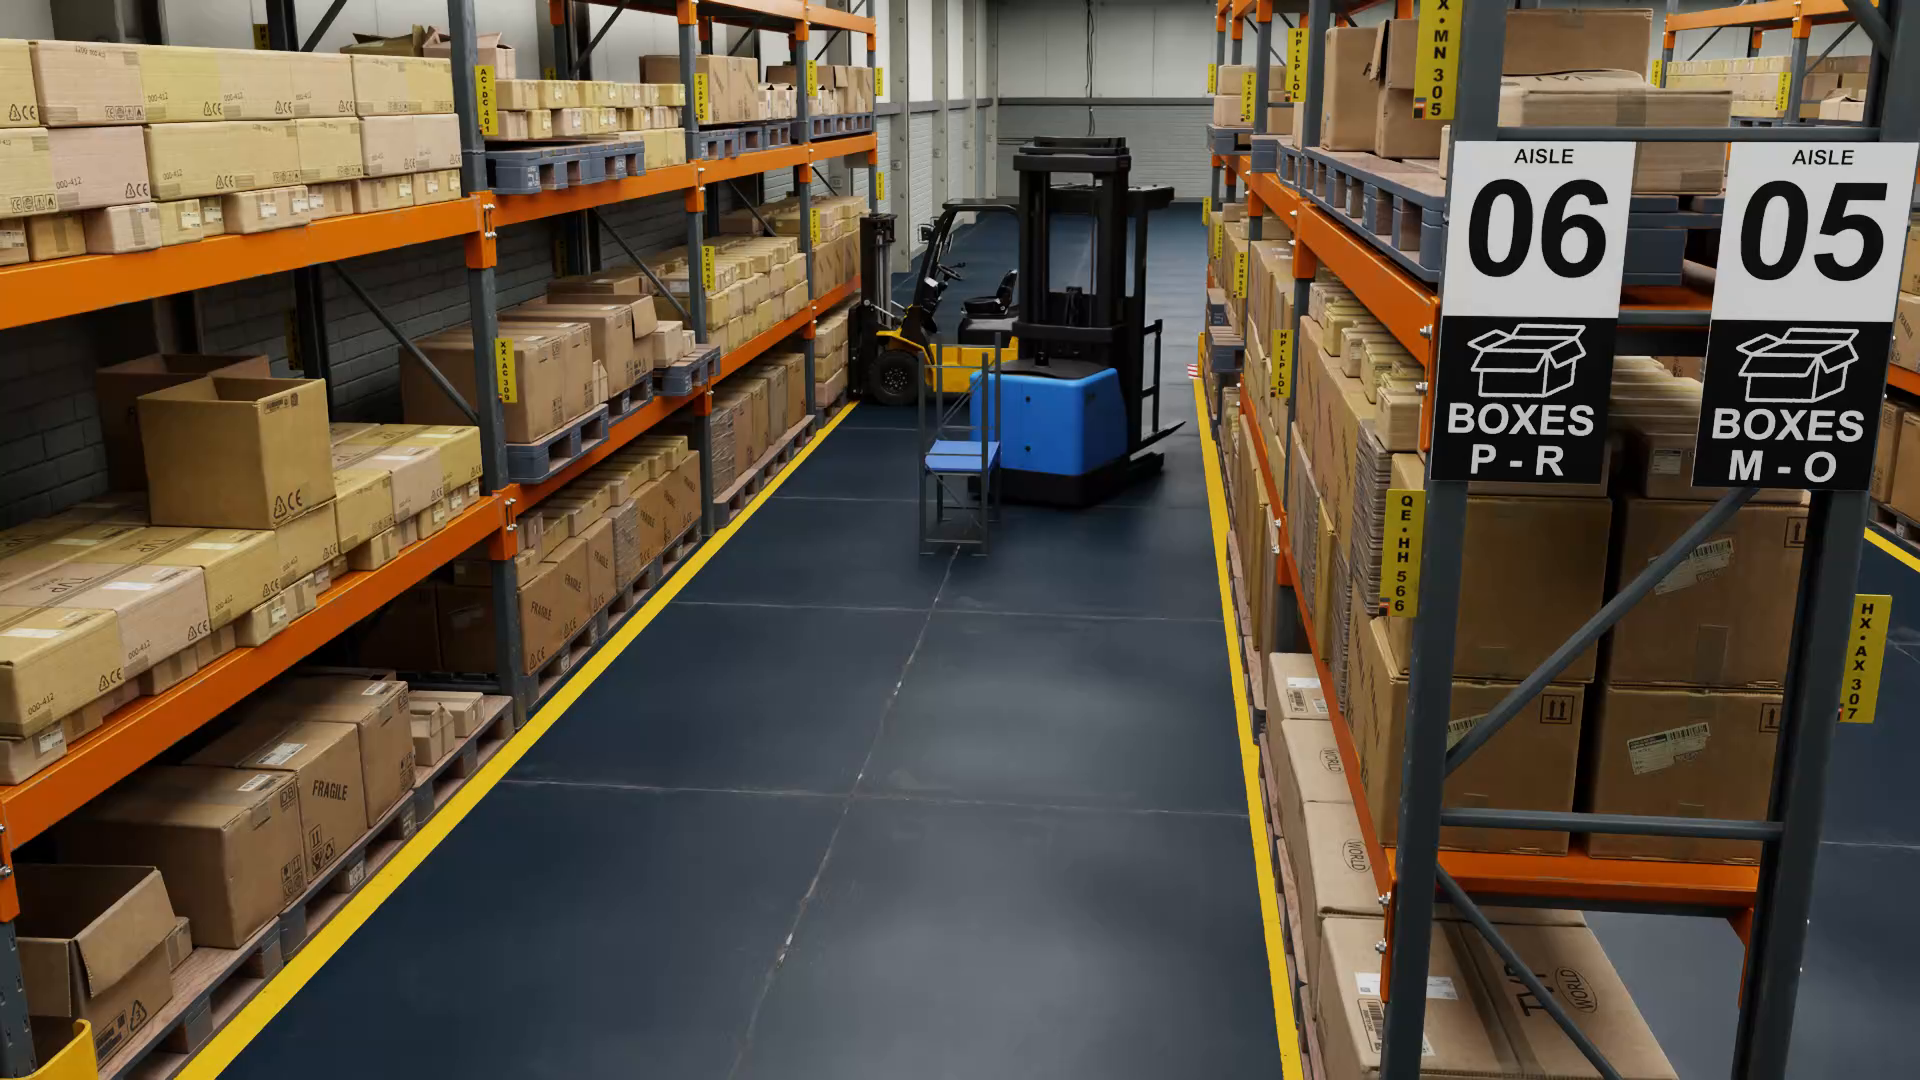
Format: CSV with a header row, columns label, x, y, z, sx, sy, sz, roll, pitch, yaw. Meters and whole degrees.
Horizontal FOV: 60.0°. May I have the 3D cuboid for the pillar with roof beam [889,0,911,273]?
label,x,y,z,sx,sy,sz,roll,pitch,yaw
pillar with roof beam,3.165,-9.295,29.797,9.100,9.000,0.400,2,15,6

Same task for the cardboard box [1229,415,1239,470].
label,x,y,z,sx,sy,sz,roll,pitch,yaw
cardboard box,2.778,-0.816,14.162,0.950,0.372,0.625,2,15,8

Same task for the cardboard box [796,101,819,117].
label,x,y,z,sx,sy,sz,roll,pitch,yaw
cardboard box,-1.591,-4.215,16.242,0.380,0.149,0.250,2,15,7

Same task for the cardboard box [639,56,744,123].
label,x,y,z,sx,sy,sz,roll,pitch,yaw
cardboard box,-2.114,-3.554,13.126,0.700,0.500,0.500,1,15,5

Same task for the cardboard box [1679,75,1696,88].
label,x,y,z,sx,sy,sz,roll,pitch,yaw
cardboard box,8.004,-4.823,17.728,0.500,0.250,0.500,2,15,6

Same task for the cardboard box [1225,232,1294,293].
label,x,y,z,sx,sy,sz,roll,pitch,yaw
cardboard box,2.478,-2.275,13.762,0.500,0.500,0.500,1,15,4

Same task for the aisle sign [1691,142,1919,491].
label,x,y,z,sx,sy,sz,roll,pitch,yaw
aisle sign,1.915,-0.500,3.784,0.394,0.787,0.004,2,15,6

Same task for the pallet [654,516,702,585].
label,x,y,z,sx,sy,sz,roll,pitch,yaw
pallet,-2.517,0.046,12.087,1.003,0.211,1.213,2,15,6

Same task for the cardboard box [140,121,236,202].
label,x,y,z,sx,sy,sz,roll,pitch,yaw
cardboard box,-2.869,-1.309,5.726,0.500,0.250,0.500,1,15,5

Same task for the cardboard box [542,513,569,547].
label,x,y,z,sx,sy,sz,roll,pitch,yaw
cardboard box,-2.552,-0.062,9.886,0.380,0.149,0.250,1,15,5

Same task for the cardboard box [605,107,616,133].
label,x,y,z,sx,sy,sz,roll,pitch,yaw
cardboard box,-2.269,-2.498,9.892,0.380,0.149,0.250,2,15,8

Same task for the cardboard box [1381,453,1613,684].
label,x,y,z,sx,sy,sz,roll,pitch,yaw
cardboard box,1.453,0.065,4.569,0.500,0.500,0.500,2,15,8

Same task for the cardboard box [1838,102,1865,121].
label,x,y,z,sx,sy,sz,roll,pitch,yaw
cardboard box,7.555,-3.581,13.898,0.250,0.149,0.380,2,15,6

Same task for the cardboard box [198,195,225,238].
label,x,y,z,sx,sy,sz,roll,pitch,yaw
cardboard box,-2.862,-1.151,5.906,0.380,0.149,0.250,2,15,6

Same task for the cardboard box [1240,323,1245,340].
label,x,y,z,sx,sy,sz,roll,pitch,yaw
cardboard box,2.299,-1.592,12.481,0.380,0.149,0.250,2,15,7

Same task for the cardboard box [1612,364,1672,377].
label,x,y,z,sx,sy,sz,roll,pitch,yaw
cardboard box,2.041,-0.473,5.315,0.380,0.149,0.250,2,15,7

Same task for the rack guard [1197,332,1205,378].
label,x,y,z,sx,sy,sz,roll,pitch,yaw
rack guard,3.432,-2.196,19.824,1.175,0.500,0.348,2,15,6

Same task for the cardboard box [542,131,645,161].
label,x,y,z,sx,sy,sz,roll,pitch,yaw
cardboard box,-2.324,-2.468,10.582,0.500,0.250,0.500,2,15,6

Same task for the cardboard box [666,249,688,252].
label,x,y,z,sx,sy,sz,roll,pitch,yaw
cardboard box,-2.393,-2.477,14.643,0.380,0.149,0.250,2,15,6

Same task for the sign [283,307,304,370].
label,x,y,z,sx,sy,sz,roll,pitch,yaw
sign,-3.398,-1.029,8.504,0.100,0.325,0.005,2,15,6

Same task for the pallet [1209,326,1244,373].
label,x,y,z,sx,sy,sz,roll,pitch,yaw
pallet,2.512,-1.443,12.618,1.213,0.211,1.003,2,15,6

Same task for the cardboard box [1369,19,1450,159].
label,x,y,z,sx,sy,sz,roll,pitch,yaw
cardboard box,1.966,-1.708,6.291,0.797,0.503,0.637,3,15,11

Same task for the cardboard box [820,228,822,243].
label,x,y,z,sx,sy,sz,roll,pitch,yaw
cardboard box,-1.617,-3.102,16.952,0.380,0.149,0.250,2,15,6

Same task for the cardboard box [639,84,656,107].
label,x,y,z,sx,sy,sz,roll,pitch,yaw
cardboard box,-2.254,-2.971,11.109,0.380,0.149,0.250,1,15,4

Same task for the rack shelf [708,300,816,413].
label,x,y,z,sx,sy,sz,roll,pitch,yaw
rack shelf,-2.169,-1.664,14.447,1.077,0.370,4.000,2,15,6

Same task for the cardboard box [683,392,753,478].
label,x,y,z,sx,sy,sz,roll,pitch,yaw
cardboard box,-2.245,-0.880,13.914,0.875,0.625,0.625,2,15,8

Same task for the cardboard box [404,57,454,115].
label,x,y,z,sx,sy,sz,roll,pitch,yaw
cardboard box,-2.664,-2.078,7.612,0.500,0.250,0.500,2,15,6

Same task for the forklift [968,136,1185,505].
label,x,y,z,sx,sy,sz,roll,pitch,yaw
forklift,1.185,-2.035,14.574,1.130,2.935,3.031,8,17,26

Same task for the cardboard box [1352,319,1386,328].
label,x,y,z,sx,sy,sz,roll,pitch,yaw
cardboard box,1.698,-0.747,6.328,0.380,0.149,0.250,2,15,6

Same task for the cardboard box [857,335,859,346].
label,x,y,z,sx,sy,sz,roll,pitch,yaw
cardboard box,-1.401,-2.155,18.389,0.500,0.250,0.500,2,15,6

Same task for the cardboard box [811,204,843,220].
label,x,y,z,sx,sy,sz,roll,pitch,yaw
cardboard box,-1.491,-3.575,18.133,0.380,0.149,0.250,2,15,7

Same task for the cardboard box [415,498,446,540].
label,x,y,z,sx,sy,sz,roll,pitch,yaw
cardboard box,-2.645,-0.107,7.794,0.380,0.149,0.250,2,15,8

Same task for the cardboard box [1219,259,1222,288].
label,x,y,z,sx,sy,sz,roll,pitch,yaw
cardboard box,2.792,-2.699,16.136,0.500,0.500,0.500,1,15,5

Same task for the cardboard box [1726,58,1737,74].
label,x,y,z,sx,sy,sz,roll,pitch,yaw
cardboard box,7.786,-4.659,16.357,0.380,0.149,0.250,2,15,6

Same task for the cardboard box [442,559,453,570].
label,x,y,z,sx,sy,sz,roll,pitch,yaw
cardboard box,-3.067,0.063,9.422,0.380,0.149,0.250,2,15,6

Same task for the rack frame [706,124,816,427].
label,x,y,z,sx,sy,sz,roll,pitch,yaw
rack frame,-1.944,-2.530,16.272,1.000,3.000,0.127,2,15,6

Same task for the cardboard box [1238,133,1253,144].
label,x,y,z,sx,sy,sz,roll,pitch,yaw
cardboard box,2.721,-3.802,15.712,0.380,0.149,0.250,2,15,7

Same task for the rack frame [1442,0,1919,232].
label,x,y,z,sx,sy,sz,roll,pitch,yaw
rack frame,1.635,-2.168,3.441,1.000,3.000,0.127,2,15,6

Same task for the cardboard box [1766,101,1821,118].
label,x,y,z,sx,sy,sz,roll,pitch,yaw
cardboard box,7.642,-3.947,15.250,0.380,0.149,0.250,2,15,6

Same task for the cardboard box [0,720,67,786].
label,x,y,z,sx,sy,sz,roll,pitch,yaw
cardboard box,-2.988,0.627,5.080,0.380,0.149,0.250,2,15,6

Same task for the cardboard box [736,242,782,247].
label,x,y,z,sx,sy,sz,roll,pitch,yaw
cardboard box,-1.853,-2.667,15.344,0.380,0.149,0.250,2,15,6

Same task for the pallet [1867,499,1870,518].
label,x,y,z,sx,sy,sz,roll,pitch,yaw
pallet,7.771,-0.399,13.734,1.003,0.211,1.213,2,15,6

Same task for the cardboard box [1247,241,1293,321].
label,x,y,z,sx,sy,sz,roll,pitch,yaw
cardboard box,2.239,-1.757,11.308,0.500,0.500,0.500,1,15,4

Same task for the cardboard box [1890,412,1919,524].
label,x,y,z,sx,sy,sz,roll,pitch,yaw
cardboard box,7.625,-0.500,12.269,1.050,0.750,0.750,1,15,5

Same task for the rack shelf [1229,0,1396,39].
label,x,y,z,sx,sy,sz,roll,pitch,yaw
rack shelf,2.763,-4.222,13.179,1.077,0.370,4.000,2,15,6

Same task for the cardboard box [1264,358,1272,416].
label,x,y,z,sx,sy,sz,roll,pitch,yaw
cardboard box,1.996,-0.865,9.443,0.500,0.250,0.500,2,15,8

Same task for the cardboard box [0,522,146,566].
label,x,y,z,sx,sy,sz,roll,pitch,yaw
cardboard box,-3.390,0.122,6.181,0.500,0.250,0.500,2,15,8

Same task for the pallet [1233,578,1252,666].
label,x,y,z,sx,sy,sz,roll,pitch,yaw
pallet,2.233,0.517,10.347,1.003,0.211,1.213,2,15,6

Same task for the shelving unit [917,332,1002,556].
label,x,y,z,sx,sy,sz,roll,pitch,yaw
shelving unit,0.010,-0.746,12.548,0.538,1.500,1.048,2,15,6

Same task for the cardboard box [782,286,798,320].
label,x,y,z,sx,sy,sz,roll,pitch,yaw
cardboard box,-1.792,-2.189,15.296,0.500,0.250,0.500,2,15,6

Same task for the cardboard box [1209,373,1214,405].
label,x,y,z,sx,sy,sz,roll,pitch,yaw
cardboard box,2.839,-1.560,17.147,0.500,0.250,0.500,1,15,5

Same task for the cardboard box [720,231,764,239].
label,x,y,z,sx,sy,sz,roll,pitch,yaw
cardboard box,-2.163,-2.982,16.510,0.380,0.149,0.250,2,15,6

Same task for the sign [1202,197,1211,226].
label,x,y,z,sx,sy,sz,roll,pitch,yaw
sign,2.901,-3.856,19.517,0.100,0.325,0.005,2,15,6

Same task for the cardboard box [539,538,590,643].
label,x,y,z,sx,sy,sz,roll,pitch,yaw
cardboard box,-2.518,0.292,9.821,0.500,0.500,0.500,1,15,6

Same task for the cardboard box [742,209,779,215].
label,x,y,z,sx,sy,sz,roll,pitch,yaw
cardboard box,-2.107,-3.393,17.459,0.380,0.149,0.250,1,15,5

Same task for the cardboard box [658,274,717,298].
label,x,y,z,sx,sy,sz,roll,pitch,yaw
cardboard box,-2.066,-1.928,12.611,0.380,0.149,0.250,2,15,8
